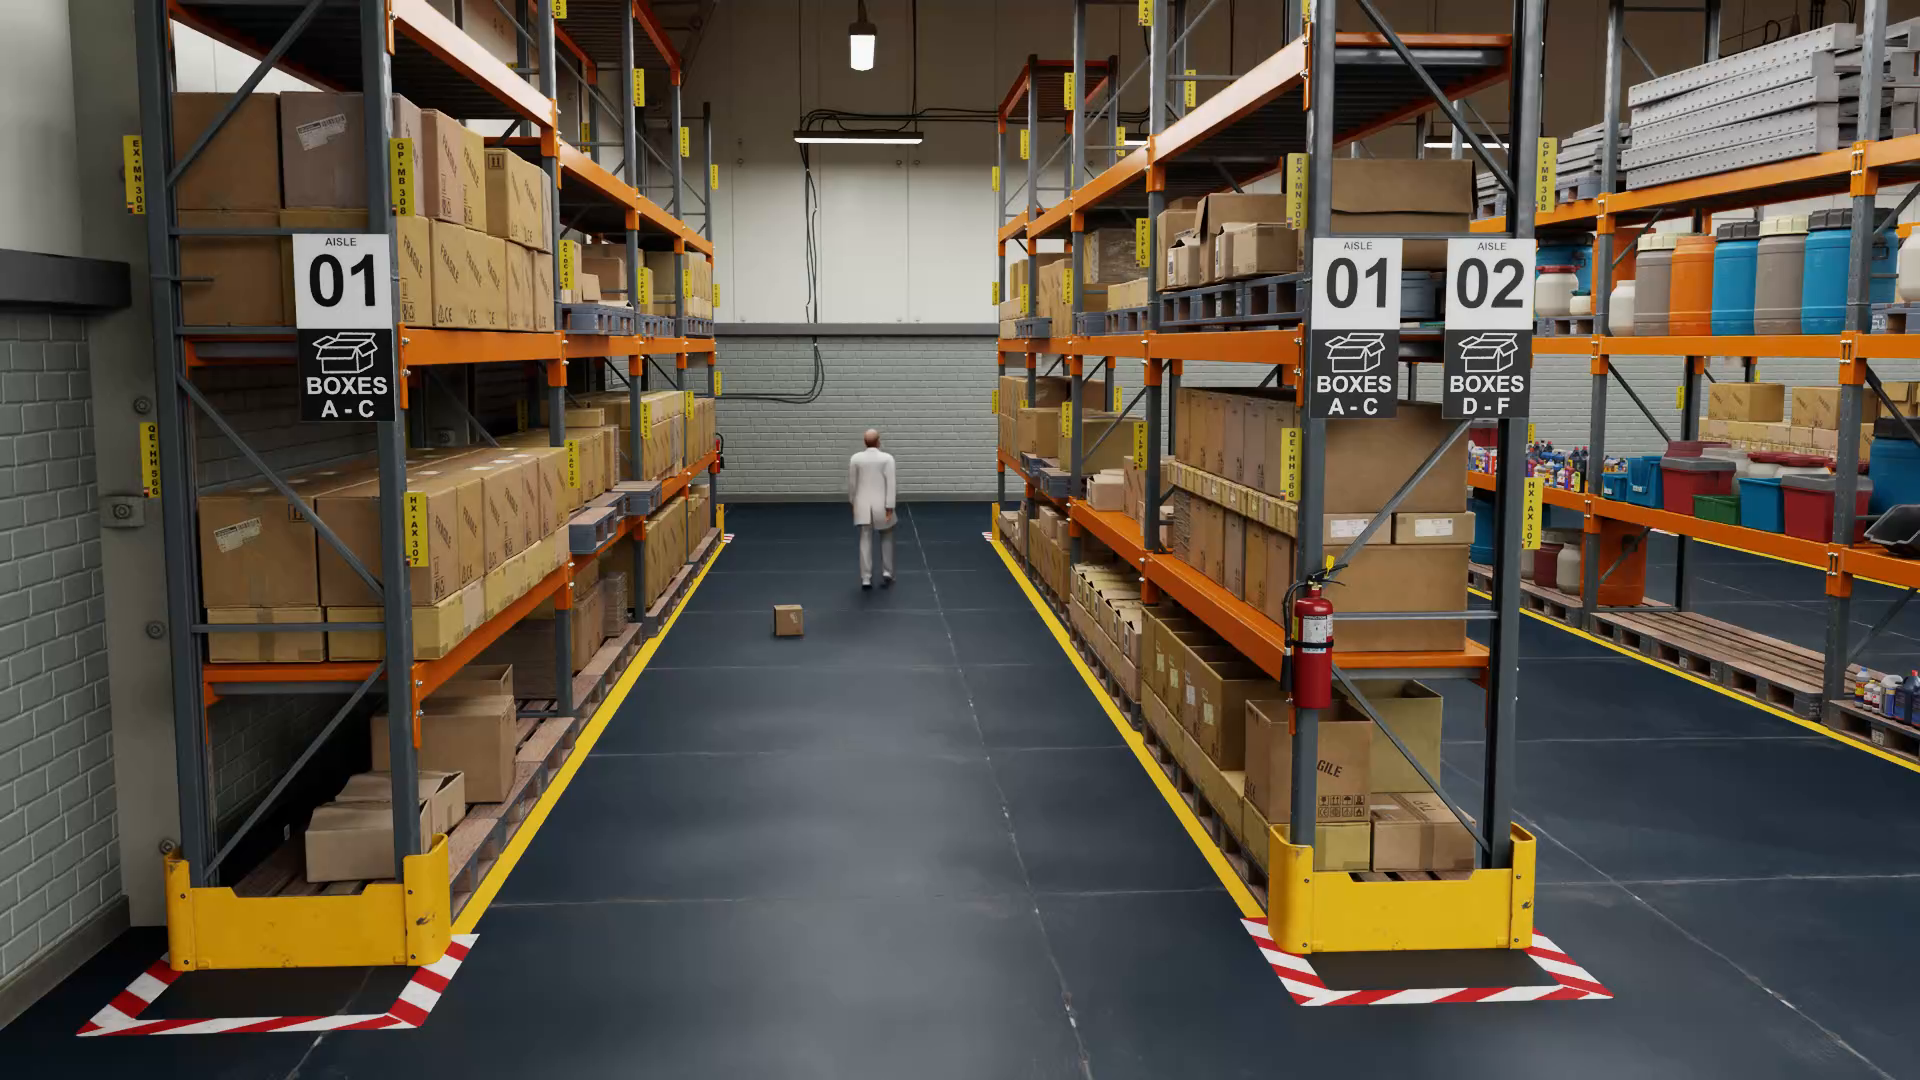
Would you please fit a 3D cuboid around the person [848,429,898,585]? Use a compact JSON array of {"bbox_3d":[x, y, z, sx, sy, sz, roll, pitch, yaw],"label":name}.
[{"bbox_3d":[-0.979,-0.365,18.961,0.576,1.811,0.832,1,7,5],"label":"person"}]
